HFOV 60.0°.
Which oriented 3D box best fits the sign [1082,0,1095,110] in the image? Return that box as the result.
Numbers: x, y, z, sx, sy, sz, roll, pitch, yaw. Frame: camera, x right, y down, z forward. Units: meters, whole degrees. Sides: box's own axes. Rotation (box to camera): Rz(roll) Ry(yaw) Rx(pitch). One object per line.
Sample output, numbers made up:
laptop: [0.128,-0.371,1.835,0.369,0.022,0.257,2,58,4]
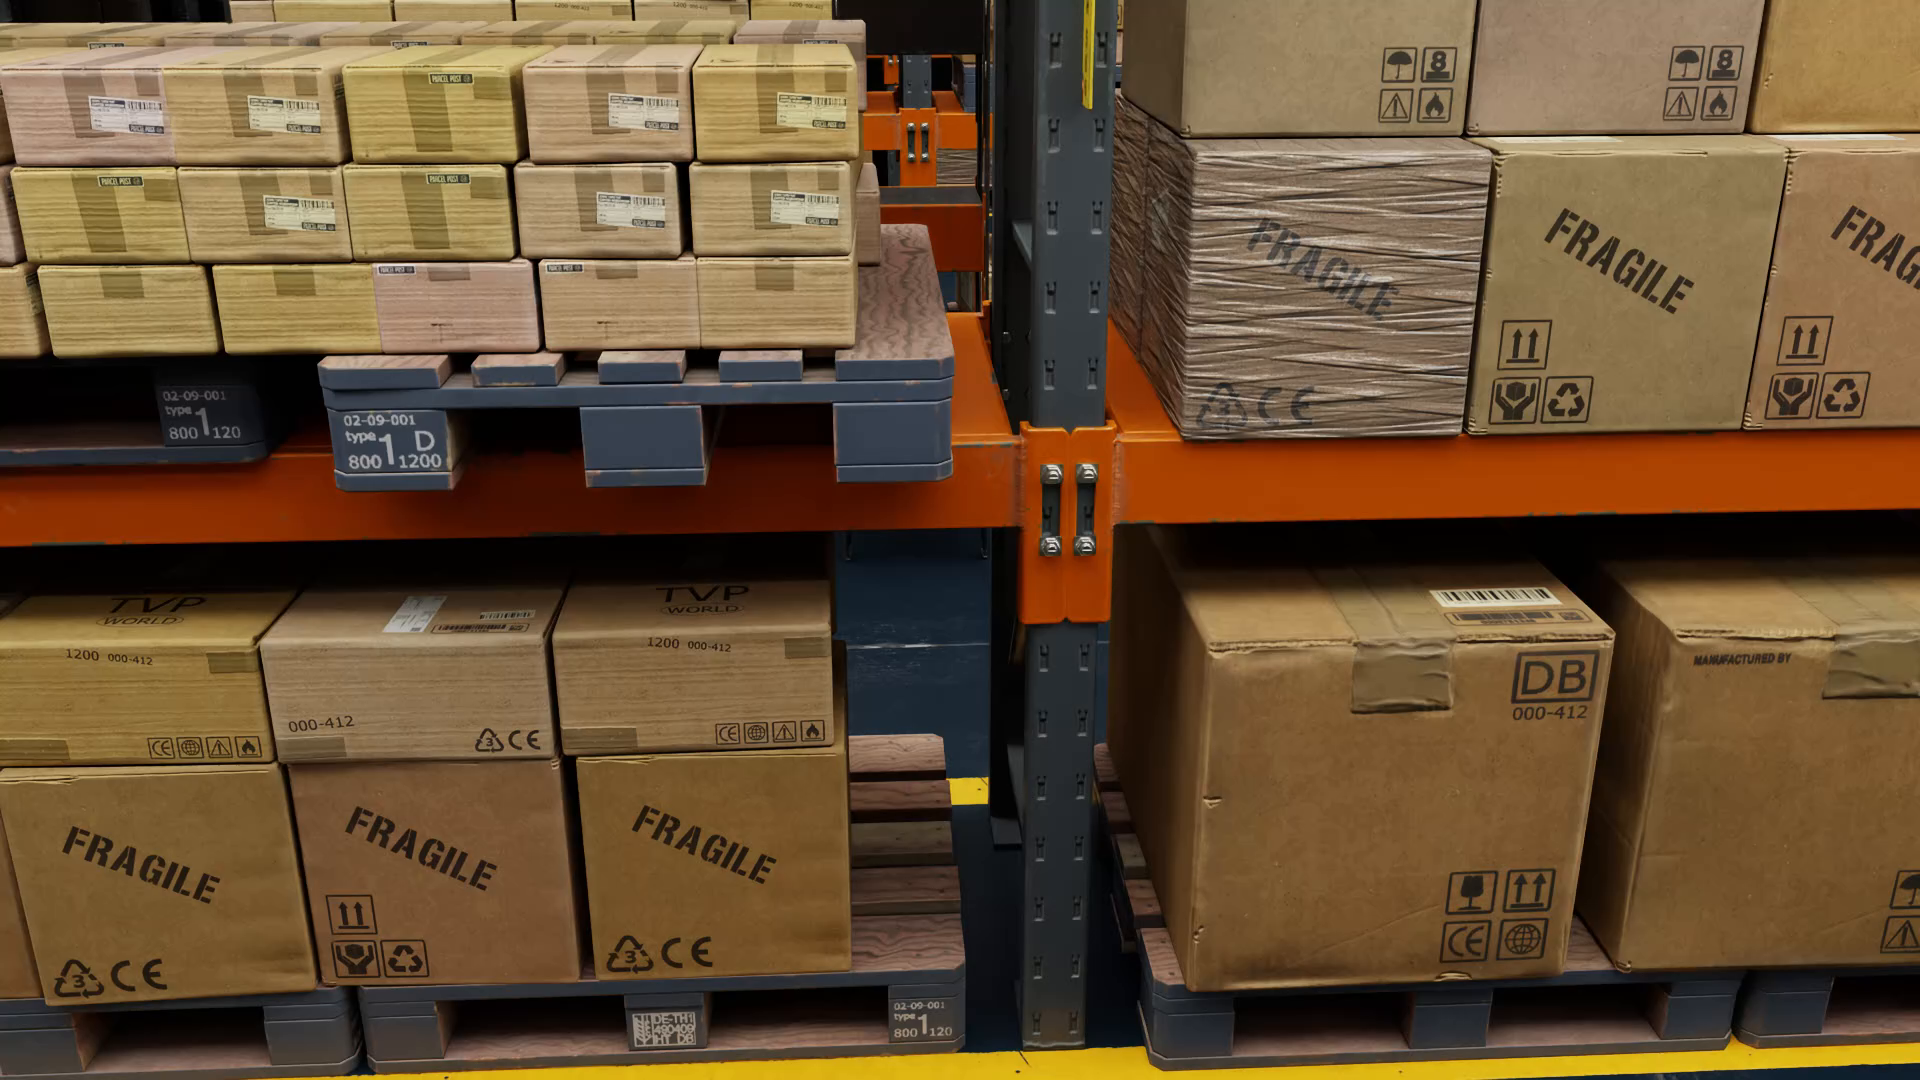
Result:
sign: [0.204,-0.850,2.623,0.005,0.325,0.100,-1,21,-3]

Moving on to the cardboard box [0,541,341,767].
cardboard box: [-1.516,0.209,3.226,0.500,0.250,0.500,-1,21,-2]

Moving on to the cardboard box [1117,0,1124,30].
cardboard box: [0.762,-2.617,7.630,0.500,0.500,0.500,0,21,0]

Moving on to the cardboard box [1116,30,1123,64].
cardboard box: [0.675,-2.297,7.703,0.250,0.149,0.380,-3,21,-7]

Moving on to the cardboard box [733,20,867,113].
cardboard box: [-0.313,-0.955,3.340,0.250,0.149,0.380,-1,21,-3]

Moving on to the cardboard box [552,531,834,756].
cardboard box: [-0.504,0.190,3.276,0.500,0.250,0.500,-2,21,-4]

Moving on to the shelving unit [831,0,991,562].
shelving unit: [-0.165,-0.978,5.739,0.503,2.100,0.431,-1,21,-3]

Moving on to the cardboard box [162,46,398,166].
cardboard box: [-1.078,-0.706,2.688,0.250,0.149,0.380,-1,21,-1]

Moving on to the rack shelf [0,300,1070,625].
rack shelf: [-1.833,-0.162,3.342,4.000,0.370,1.077,-1,21,-3]

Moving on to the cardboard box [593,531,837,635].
cardboard box: [-0.539,0.011,3.746,0.500,0.250,0.500,-2,21,-6]

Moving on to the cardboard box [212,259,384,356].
cardboard box: [-1.057,-0.431,2.800,0.250,0.149,0.380,-1,21,-4]

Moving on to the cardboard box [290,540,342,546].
cardboard box: [-1.540,0.027,3.704,0.500,0.250,0.500,-1,21,-3]

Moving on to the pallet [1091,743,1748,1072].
pallet: [0.955,0.775,3.788,1.213,0.211,1.003,-1,21,-3]

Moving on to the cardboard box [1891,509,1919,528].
cardboard box: [2.579,0.298,3.694,0.750,0.750,1.050,-1,21,-3]

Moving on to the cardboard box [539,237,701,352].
cardboard box: [-0.551,-0.440,2.824,0.250,0.149,0.380,-1,21,-3]

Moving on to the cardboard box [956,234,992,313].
cardboard box: [0.345,-1.271,8.347,0.625,0.372,0.950,-3,21,-7]

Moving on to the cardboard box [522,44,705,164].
cardboard box: [-0.551,-0.719,2.719,0.250,0.149,0.380,-1,21,-4]

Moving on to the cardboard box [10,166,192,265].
cardboard box: [-1.331,-0.563,2.730,0.250,0.149,0.380,-1,21,-3]

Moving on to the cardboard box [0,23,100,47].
cardboard box: [-1.870,-0.924,3.259,0.250,0.149,0.380,-1,21,-4]

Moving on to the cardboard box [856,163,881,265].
cardboard box: [-0.295,-0.680,3.455,0.250,0.149,0.380,-1,21,-4]

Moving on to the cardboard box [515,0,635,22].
cardboard box: [-1.711,-2.329,7.531,0.500,0.250,0.500,-2,21,-4]

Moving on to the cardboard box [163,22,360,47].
cardboard box: [-1.357,-0.934,3.285,0.250,0.149,0.380,0,21,-1]

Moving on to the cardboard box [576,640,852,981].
cardboard box: [-0.479,0.539,3.411,0.500,0.500,0.500,-1,21,-3]

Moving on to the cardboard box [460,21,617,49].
cardboard box: [-0.822,-0.945,3.315,0.250,0.149,0.380,-1,21,-3]

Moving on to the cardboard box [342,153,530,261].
cardboard box: [-0.833,-0.573,2.754,0.250,0.149,0.380,-1,21,-2]

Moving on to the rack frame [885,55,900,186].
rack frame: [-0.507,-4.058,12.565,0.127,3.000,1.000,-1,21,-3]

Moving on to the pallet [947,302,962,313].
pallet: [0.560,-1.007,8.470,1.213,0.211,1.003,-1,21,-3]

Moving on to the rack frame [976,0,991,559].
rack frame: [0.078,-0.983,5.752,0.015,2.100,0.400,-1,21,-3]

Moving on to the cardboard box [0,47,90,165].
cardboard box: [-1.591,-0.697,2.664,0.250,0.149,0.380,0,21,0]

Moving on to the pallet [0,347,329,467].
pallet: [-1.810,-0.394,3.211,1.213,0.211,1.003,-1,21,-3]

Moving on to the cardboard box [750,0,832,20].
cardboard box: [-0.689,-2.359,7.608,0.500,0.250,0.500,-1,21,-3]

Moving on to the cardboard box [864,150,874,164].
cardboard box: [-0.917,-3.001,12.711,0.500,0.500,0.500,-1,21,-1]

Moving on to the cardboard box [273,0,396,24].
cardboard box: [-2.734,-2.308,7.474,0.500,0.250,0.500,-1,21,-2]

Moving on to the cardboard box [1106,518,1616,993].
cardboard box: [0.777,0.336,3.594,0.750,0.750,1.050,-1,21,-4]

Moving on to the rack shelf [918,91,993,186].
rack shelf: [1.777,-2.000,8.168,4.000,0.370,1.077,-1,21,-3]

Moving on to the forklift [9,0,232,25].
forklift: [-3.134,-1.266,5.326,3.031,2.935,1.130,-2,21,-5]

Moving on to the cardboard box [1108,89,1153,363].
cardboard box: [0.598,-0.690,3.577,0.500,0.500,0.500,-1,21,-3]

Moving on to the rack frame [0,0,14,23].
rack frame: [-4.213,-2.214,7.720,0.127,3.000,1.000,-1,21,-3]

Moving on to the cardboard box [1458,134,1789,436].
cardboard box: [1.135,-0.510,3.104,0.500,0.500,0.500,-1,21,-4]

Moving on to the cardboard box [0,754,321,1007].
cardboard box: [-1.524,0.565,3.344,0.500,0.500,0.500,-2,21,-5]

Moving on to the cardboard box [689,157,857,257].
cardboard box: [-0.304,-0.585,2.786,0.250,0.149,0.380,-1,21,-2]

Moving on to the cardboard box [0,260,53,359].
cardboard box: [-1.584,-0.420,2.772,0.250,0.149,0.380,-1,21,-1]

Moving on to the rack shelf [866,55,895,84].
rack shelf: [-2.504,-3.681,12.586,4.000,0.370,1.077,-1,21,-3]

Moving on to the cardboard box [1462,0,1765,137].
cardboard box: [1.117,-1.069,3.168,0.500,0.500,0.700,-1,21,-4]

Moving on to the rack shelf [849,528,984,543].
rack shelf: [-0.165,-0.311,5.992,0.480,0.518,0.431,-1,21,-3]

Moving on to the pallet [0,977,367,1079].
pallet: [-1.832,0.803,3.714,1.213,0.211,1.003,-1,21,-3]
